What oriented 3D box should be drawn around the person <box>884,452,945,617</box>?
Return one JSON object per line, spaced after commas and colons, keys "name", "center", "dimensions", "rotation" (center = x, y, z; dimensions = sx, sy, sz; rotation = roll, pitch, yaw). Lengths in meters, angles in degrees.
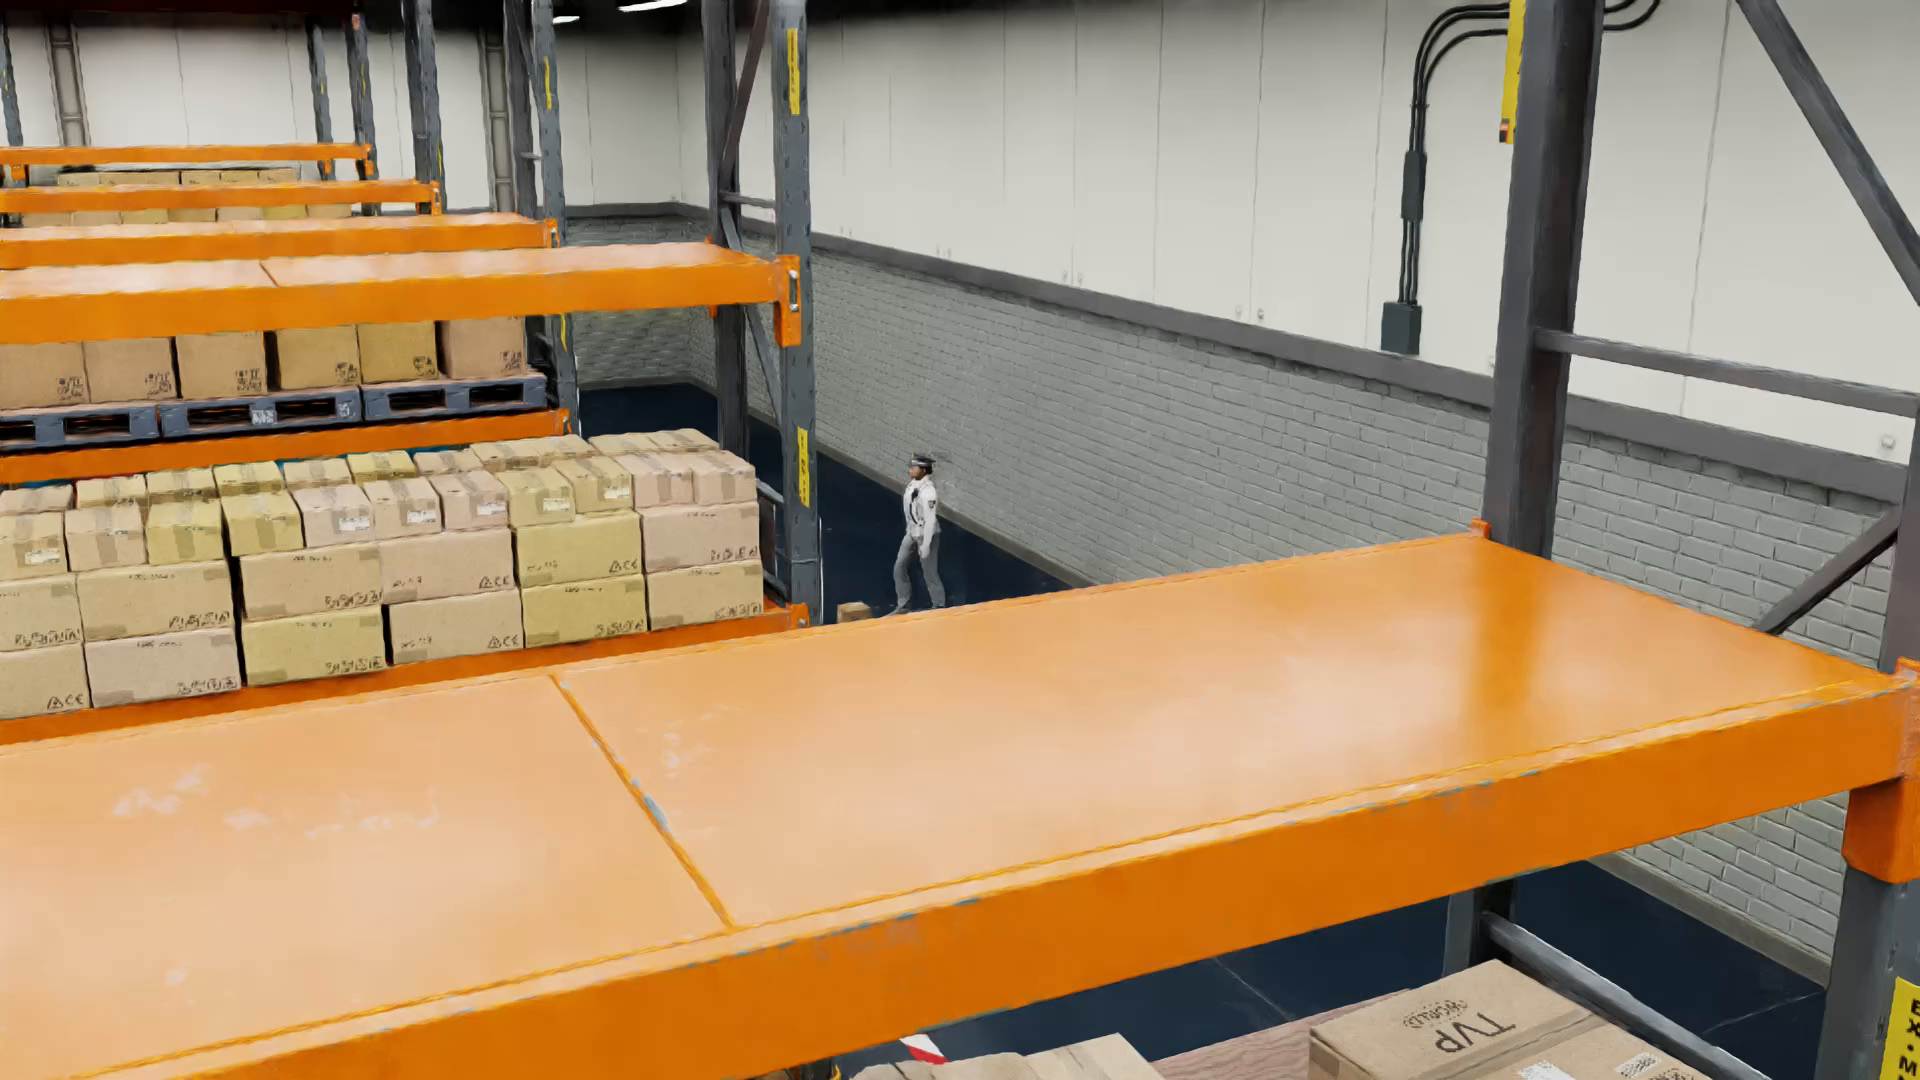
{"name": "person", "center": [-0.403, -0.018, 15.746], "dimensions": [0.576, 1.682, 0.478], "rotation": [-8, 17, -26]}
